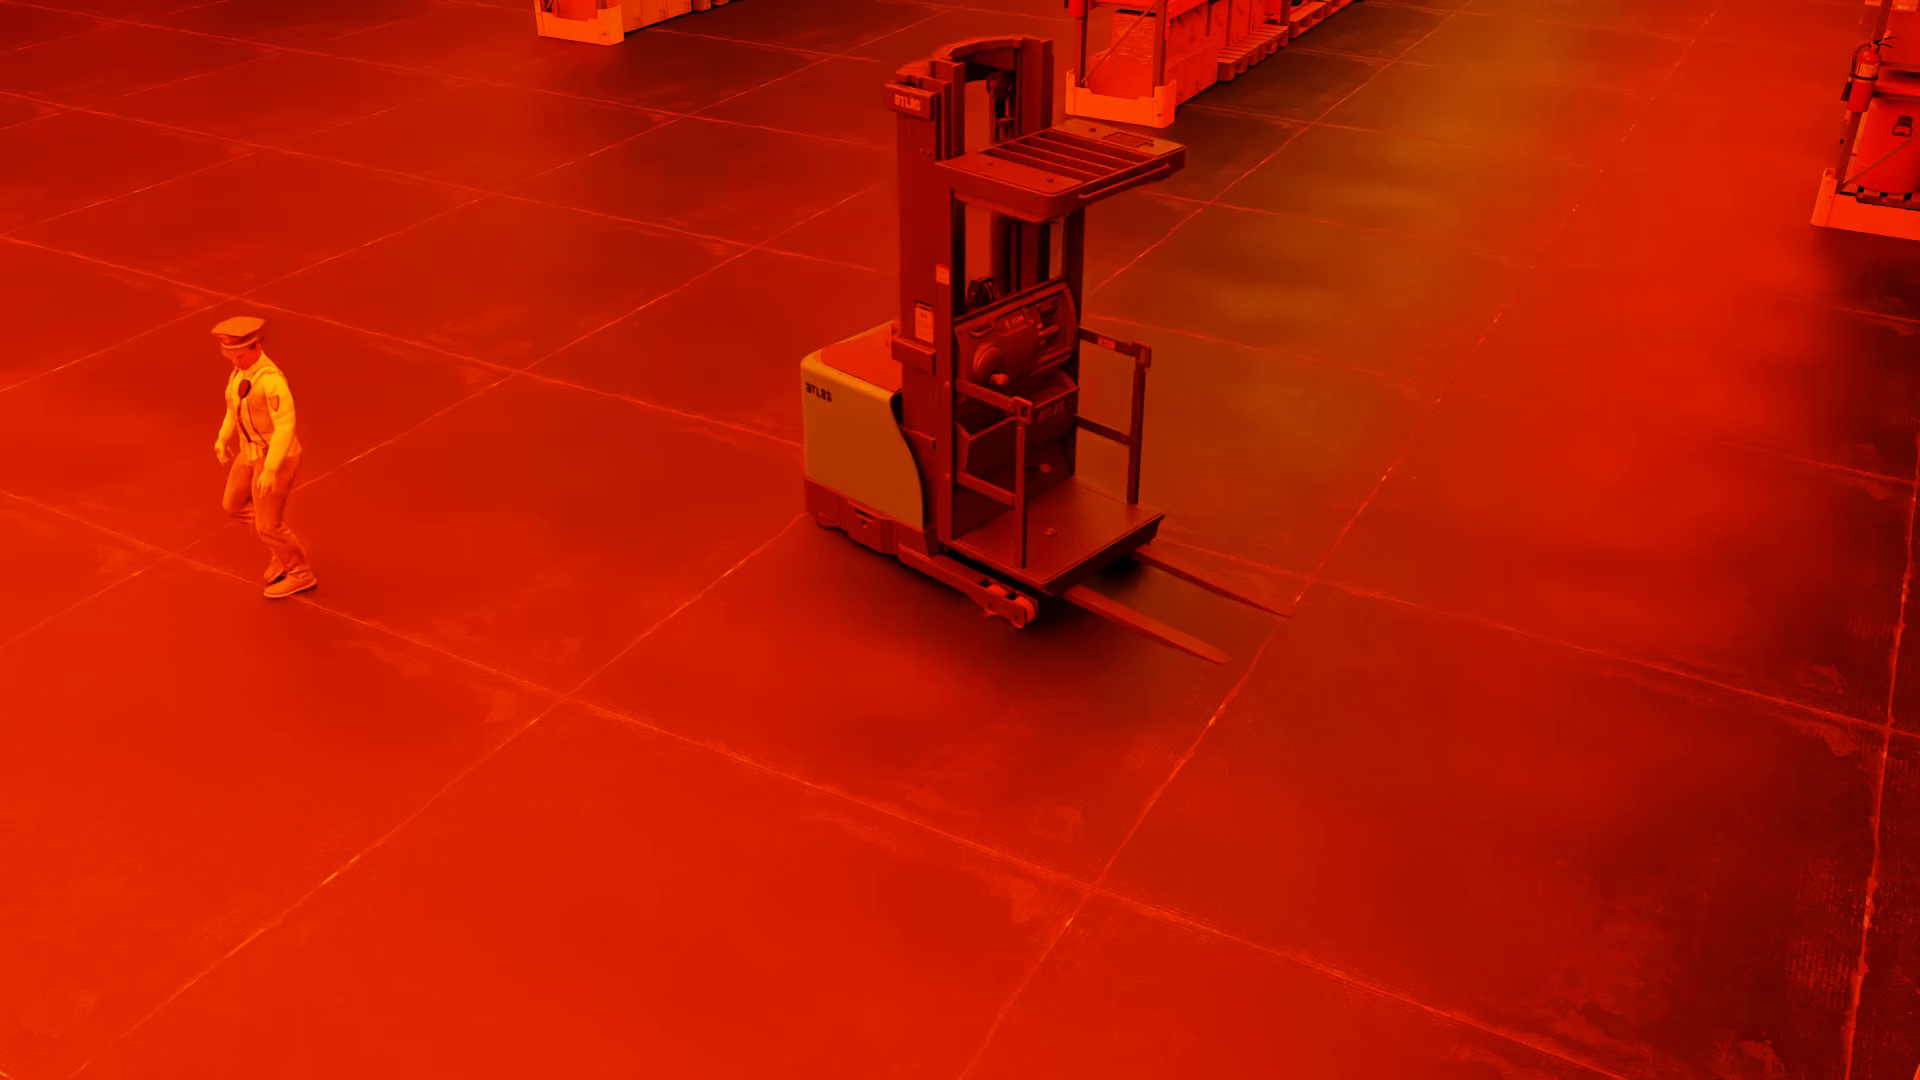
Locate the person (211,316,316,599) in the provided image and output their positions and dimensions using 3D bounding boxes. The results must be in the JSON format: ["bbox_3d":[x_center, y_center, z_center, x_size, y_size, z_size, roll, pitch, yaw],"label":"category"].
[{"bbox_3d":[-3.820,-0.409,9.095,0.439,1.659,0.751,-19,35,-29],"label":"person"}]

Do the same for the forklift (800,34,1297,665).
[{"bbox_3d":[0.468,-1.081,8.944,3.031,2.935,1.130,25,38,36],"label":"forklift"}]
